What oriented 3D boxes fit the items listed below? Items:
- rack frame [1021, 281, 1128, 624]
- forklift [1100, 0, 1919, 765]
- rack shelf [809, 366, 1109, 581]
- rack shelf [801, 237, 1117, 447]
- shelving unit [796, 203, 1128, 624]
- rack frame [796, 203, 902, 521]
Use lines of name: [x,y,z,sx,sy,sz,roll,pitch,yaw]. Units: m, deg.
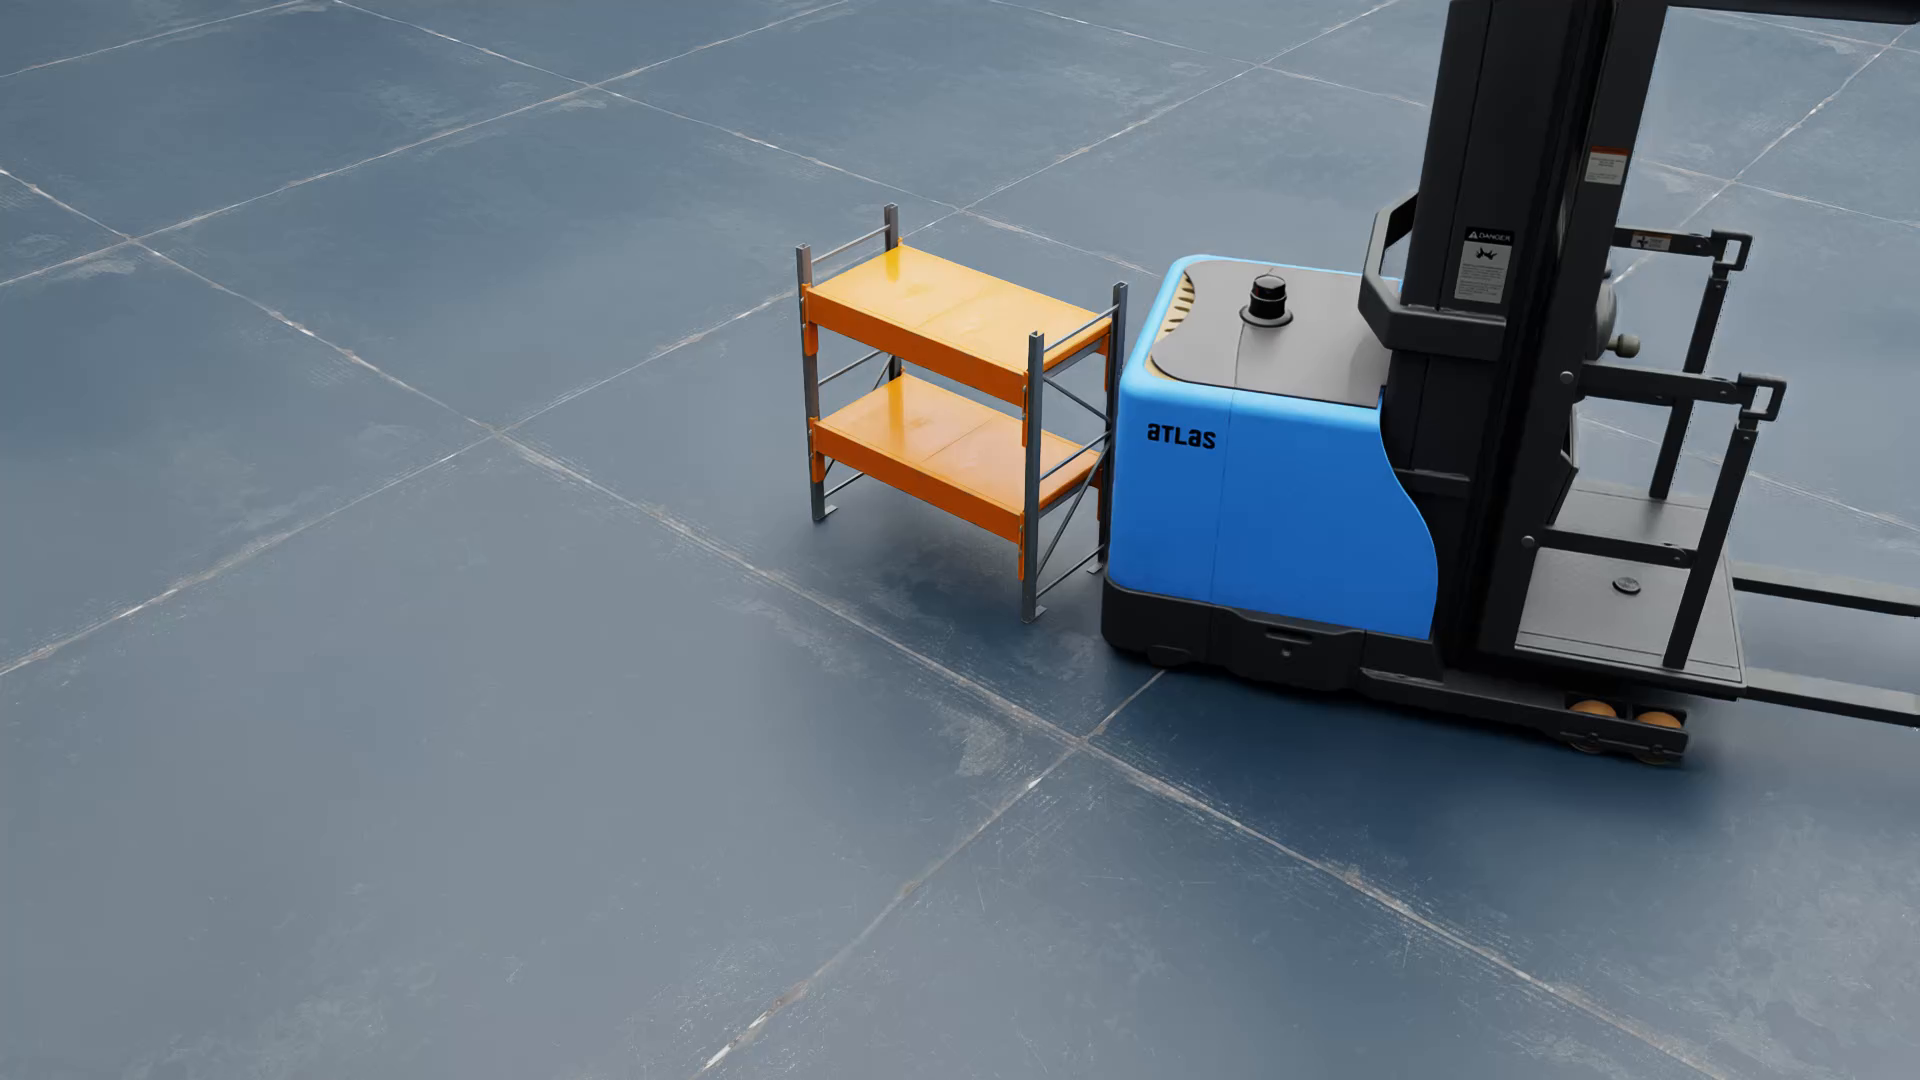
rack frame: [0.385,-0.282,5.667,0.032,1.125,0.500,25,42,32]
forklift: [2.055,-0.840,4.884,3.031,2.935,1.130,10,36,14]
rack shelf: [-0.005,-0.265,6.074,1.000,0.278,0.538,25,42,32]
rack shelf: [-0.005,-0.707,5.769,1.000,0.278,0.538,25,42,32]
shelving unit: [-0.005,-0.466,5.935,1.048,1.125,0.538,25,42,32]
rack frame: [-0.396,-0.650,6.203,0.032,1.125,0.500,25,42,32]
